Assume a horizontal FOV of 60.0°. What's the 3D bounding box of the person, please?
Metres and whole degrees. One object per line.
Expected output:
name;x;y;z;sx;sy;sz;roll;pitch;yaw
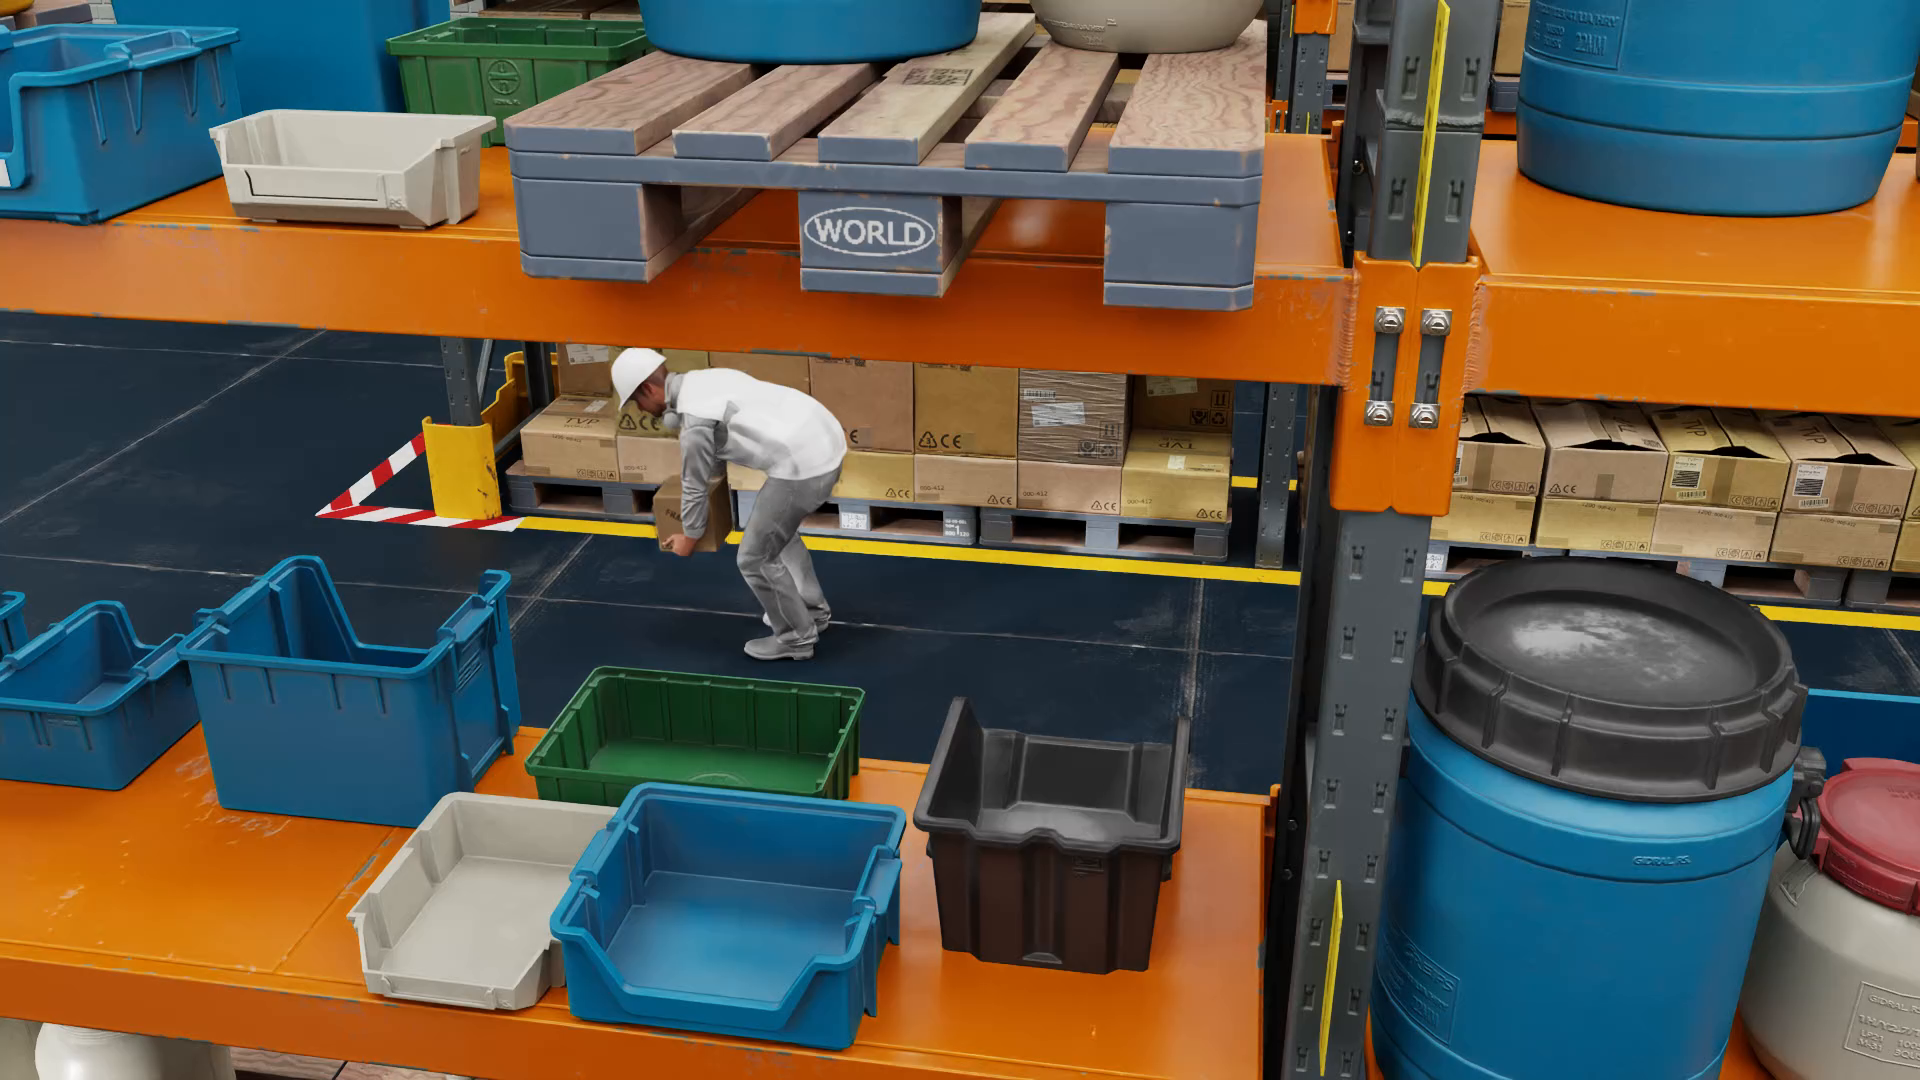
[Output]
person;-0.948;-0.169;6.989;0.949;1.317;0.455;3;25;7
